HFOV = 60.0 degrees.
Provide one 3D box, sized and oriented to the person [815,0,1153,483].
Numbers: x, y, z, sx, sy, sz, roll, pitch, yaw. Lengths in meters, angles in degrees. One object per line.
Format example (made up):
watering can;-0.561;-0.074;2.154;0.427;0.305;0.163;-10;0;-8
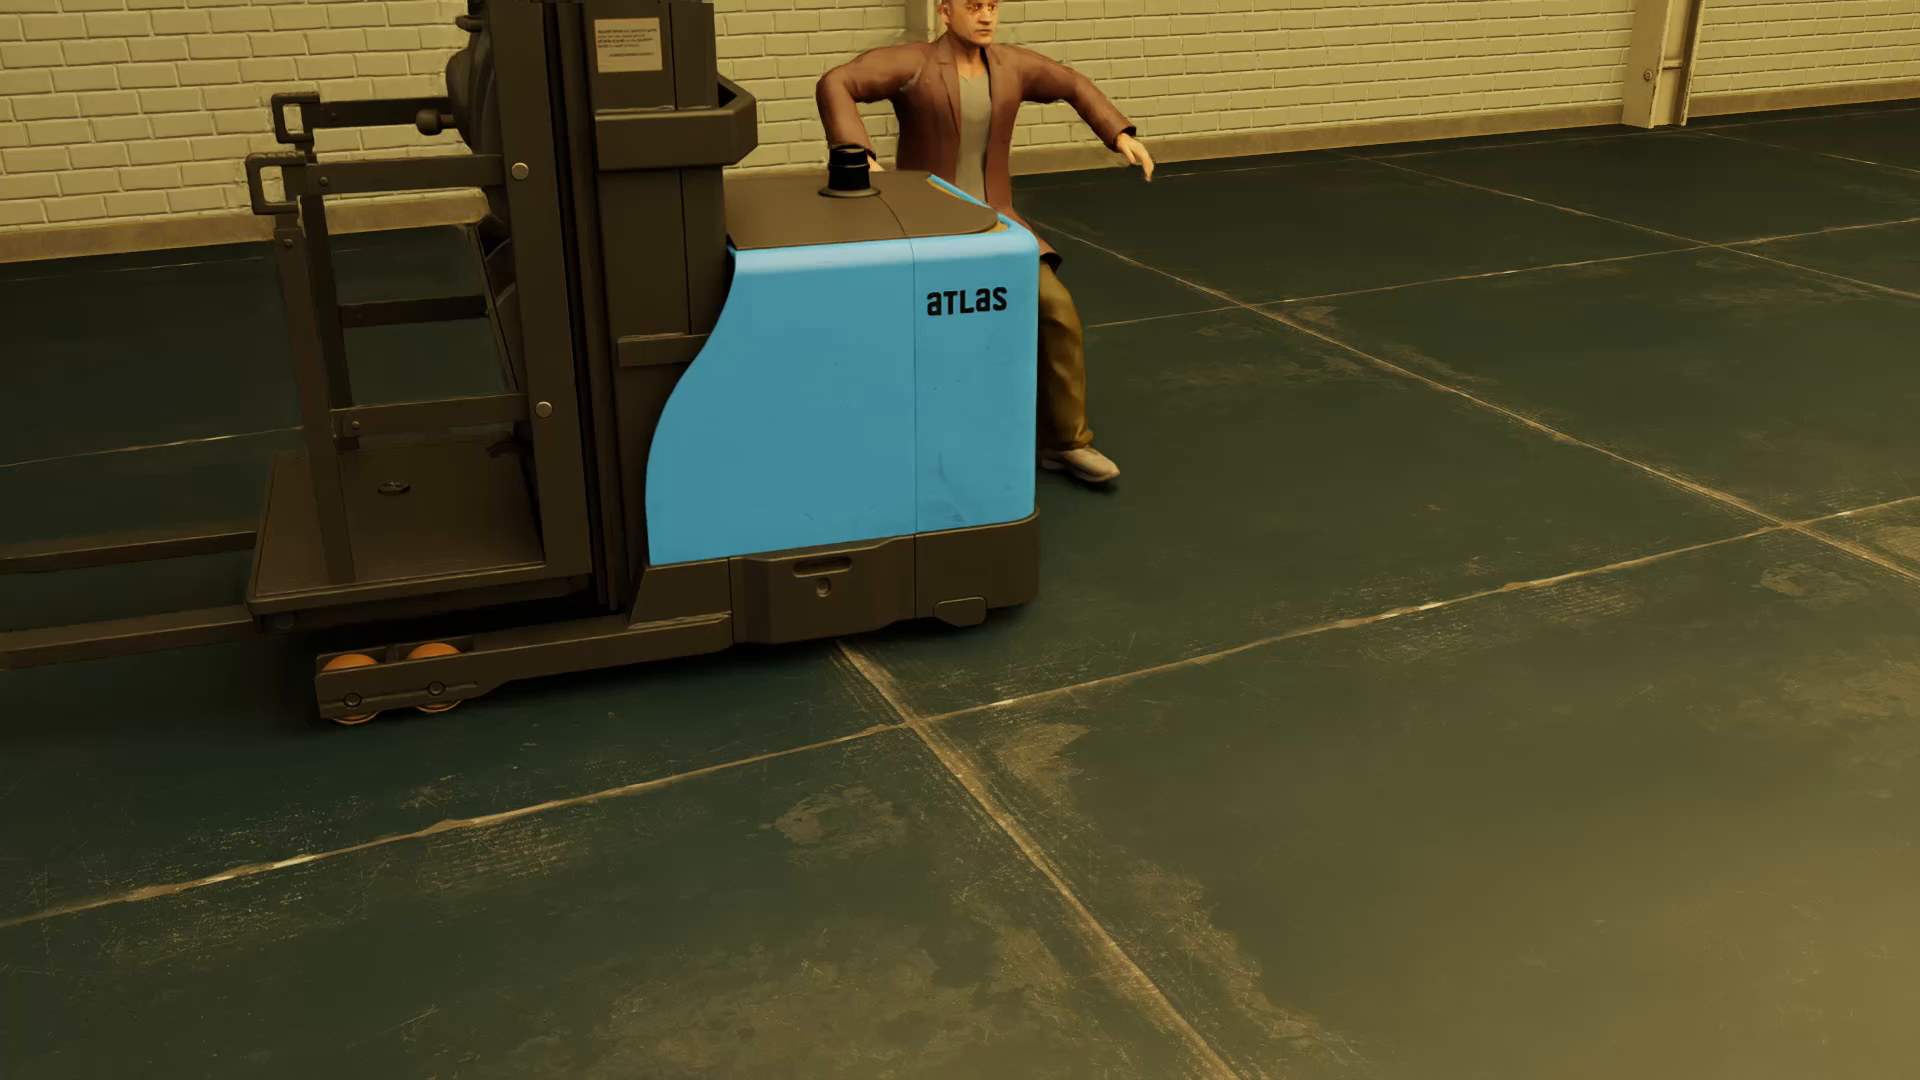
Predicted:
person;0.139;-1.007;5.435;1.125;1.612;0.854;-10;25;-23

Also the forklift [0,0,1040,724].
forklift;-1.360;-1.134;4.016;3.031;2.935;1.130;-7;24;-17
